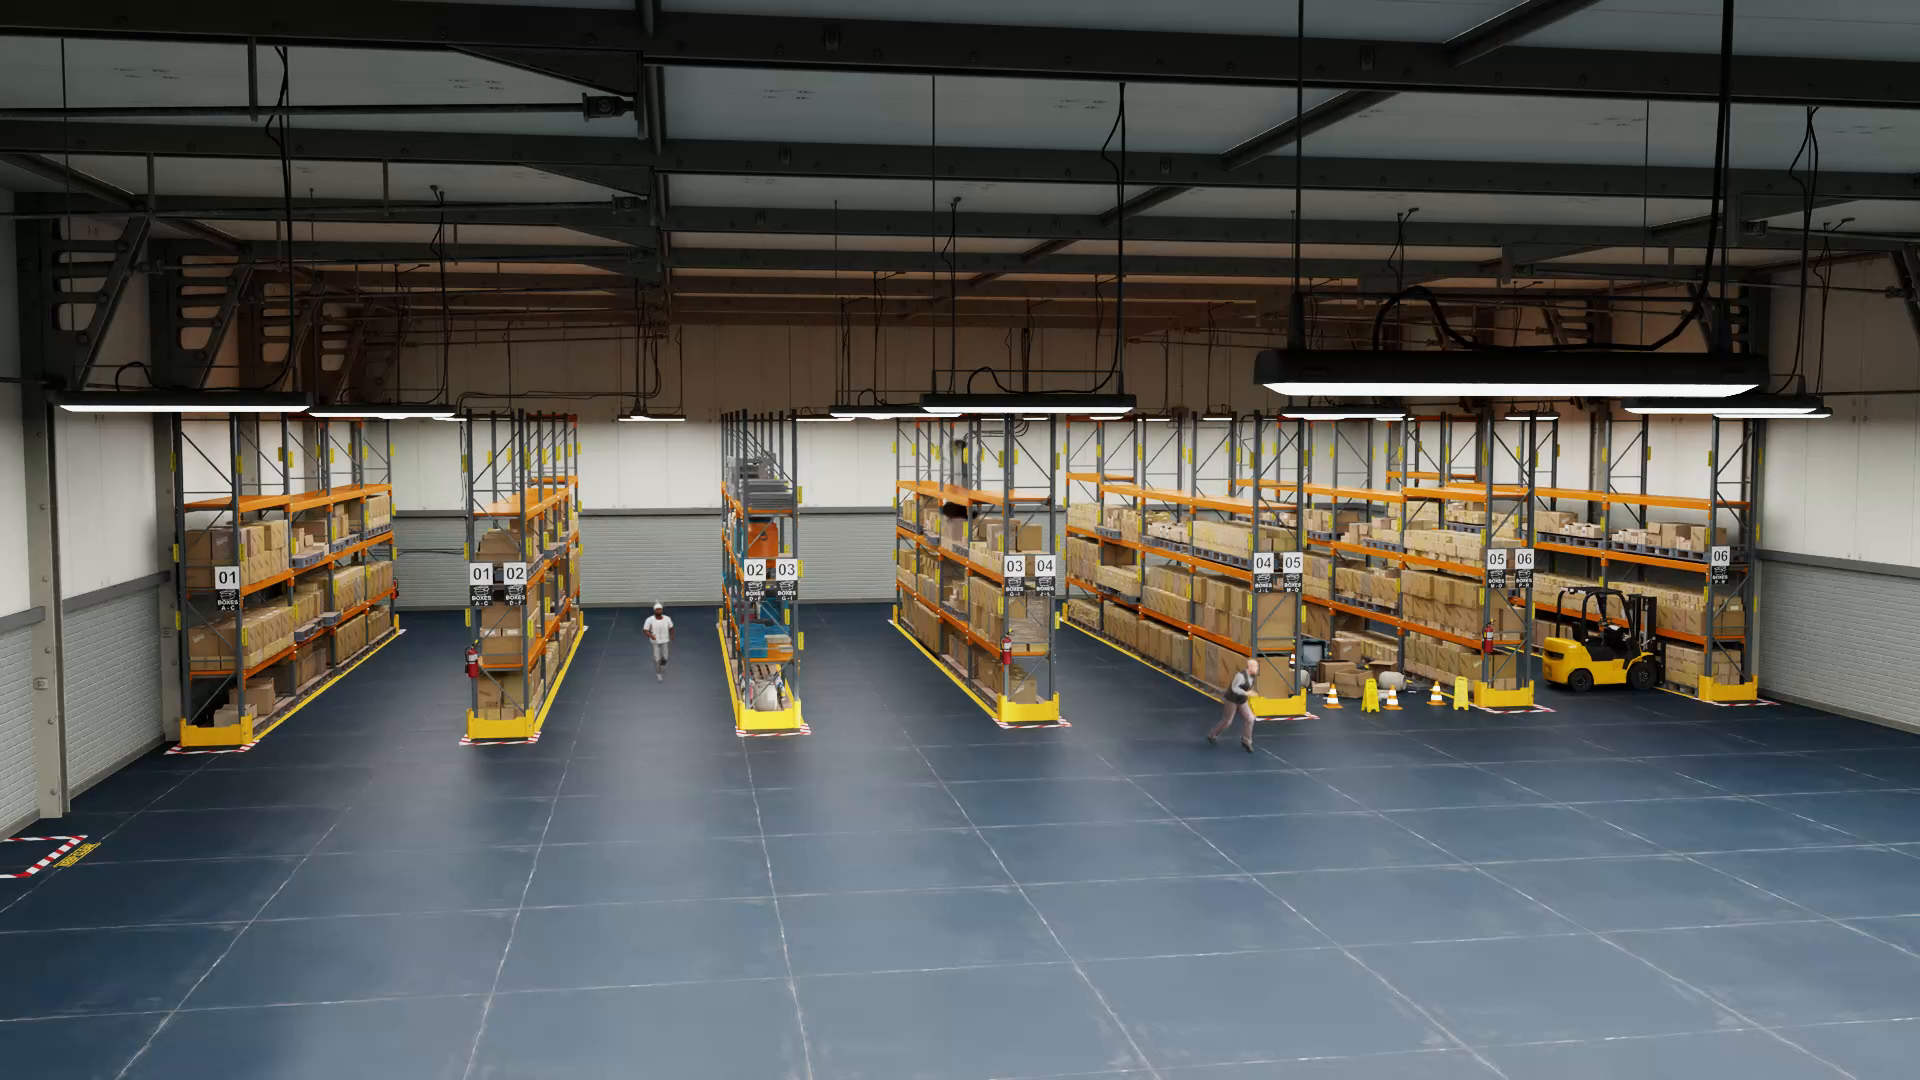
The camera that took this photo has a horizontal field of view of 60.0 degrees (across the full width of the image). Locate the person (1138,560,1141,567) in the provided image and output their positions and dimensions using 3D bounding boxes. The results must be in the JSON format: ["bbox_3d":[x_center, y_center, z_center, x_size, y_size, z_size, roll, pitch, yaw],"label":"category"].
[{"bbox_3d":[5.248,1.458,48.433,0.740,1.753,0.925,-3,5,-33],"label":"person"}]

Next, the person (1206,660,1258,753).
[{"bbox_3d":[4.792,2.900,29.181,0.987,1.680,0.701,3,5,37],"label":"person"}]

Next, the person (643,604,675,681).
[{"bbox_3d":[-6.704,2.278,37.103,0.700,1.723,0.583,-1,4,-20],"label":"person"}]
